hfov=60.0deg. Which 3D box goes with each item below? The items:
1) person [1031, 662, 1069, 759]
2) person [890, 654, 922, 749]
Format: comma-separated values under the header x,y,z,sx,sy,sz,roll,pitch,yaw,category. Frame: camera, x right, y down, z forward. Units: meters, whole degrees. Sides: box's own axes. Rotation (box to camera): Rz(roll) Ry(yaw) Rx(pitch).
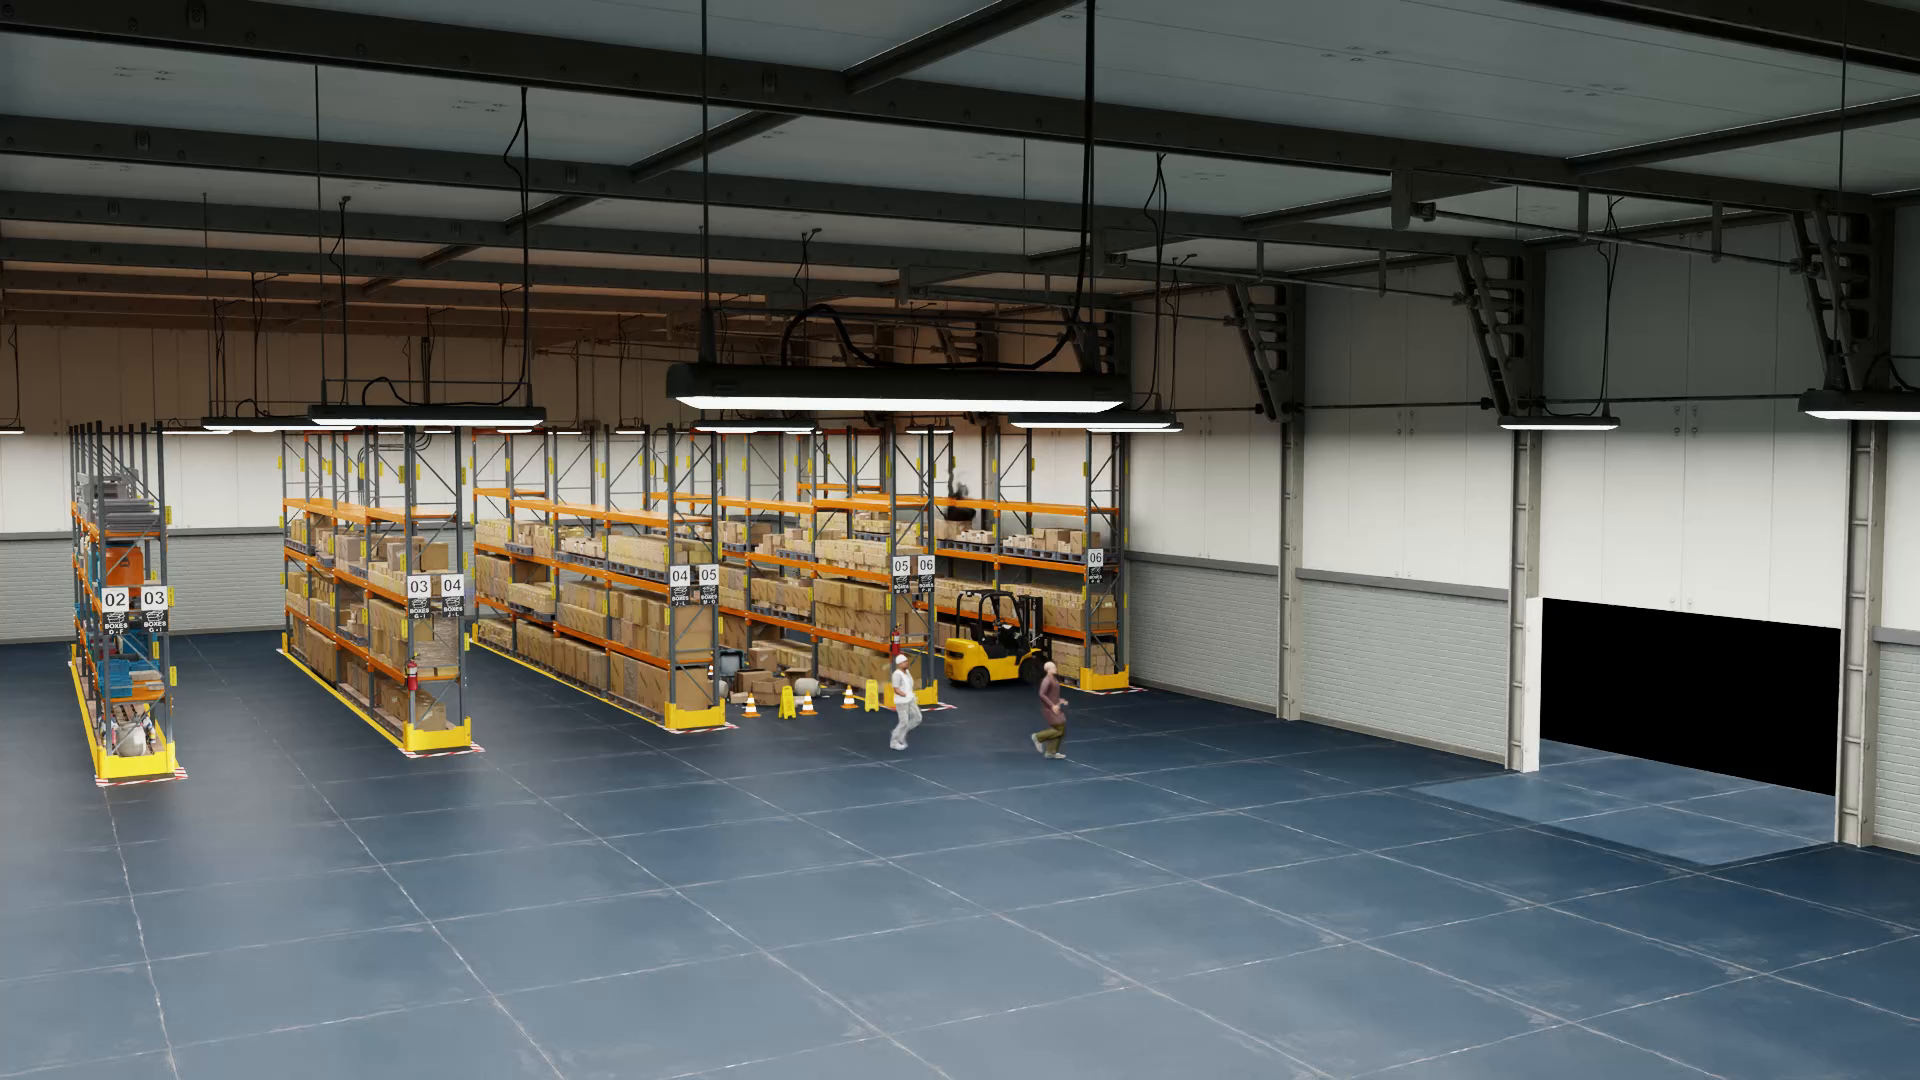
x,y,z,sx,sy,sz,roll,pitch,yaw,category
1.601,3.029,29.598,0.640,1.727,0.707,1,4,10,person
-0.994,2.961,30.483,0.590,1.736,0.695,1,4,20,person
